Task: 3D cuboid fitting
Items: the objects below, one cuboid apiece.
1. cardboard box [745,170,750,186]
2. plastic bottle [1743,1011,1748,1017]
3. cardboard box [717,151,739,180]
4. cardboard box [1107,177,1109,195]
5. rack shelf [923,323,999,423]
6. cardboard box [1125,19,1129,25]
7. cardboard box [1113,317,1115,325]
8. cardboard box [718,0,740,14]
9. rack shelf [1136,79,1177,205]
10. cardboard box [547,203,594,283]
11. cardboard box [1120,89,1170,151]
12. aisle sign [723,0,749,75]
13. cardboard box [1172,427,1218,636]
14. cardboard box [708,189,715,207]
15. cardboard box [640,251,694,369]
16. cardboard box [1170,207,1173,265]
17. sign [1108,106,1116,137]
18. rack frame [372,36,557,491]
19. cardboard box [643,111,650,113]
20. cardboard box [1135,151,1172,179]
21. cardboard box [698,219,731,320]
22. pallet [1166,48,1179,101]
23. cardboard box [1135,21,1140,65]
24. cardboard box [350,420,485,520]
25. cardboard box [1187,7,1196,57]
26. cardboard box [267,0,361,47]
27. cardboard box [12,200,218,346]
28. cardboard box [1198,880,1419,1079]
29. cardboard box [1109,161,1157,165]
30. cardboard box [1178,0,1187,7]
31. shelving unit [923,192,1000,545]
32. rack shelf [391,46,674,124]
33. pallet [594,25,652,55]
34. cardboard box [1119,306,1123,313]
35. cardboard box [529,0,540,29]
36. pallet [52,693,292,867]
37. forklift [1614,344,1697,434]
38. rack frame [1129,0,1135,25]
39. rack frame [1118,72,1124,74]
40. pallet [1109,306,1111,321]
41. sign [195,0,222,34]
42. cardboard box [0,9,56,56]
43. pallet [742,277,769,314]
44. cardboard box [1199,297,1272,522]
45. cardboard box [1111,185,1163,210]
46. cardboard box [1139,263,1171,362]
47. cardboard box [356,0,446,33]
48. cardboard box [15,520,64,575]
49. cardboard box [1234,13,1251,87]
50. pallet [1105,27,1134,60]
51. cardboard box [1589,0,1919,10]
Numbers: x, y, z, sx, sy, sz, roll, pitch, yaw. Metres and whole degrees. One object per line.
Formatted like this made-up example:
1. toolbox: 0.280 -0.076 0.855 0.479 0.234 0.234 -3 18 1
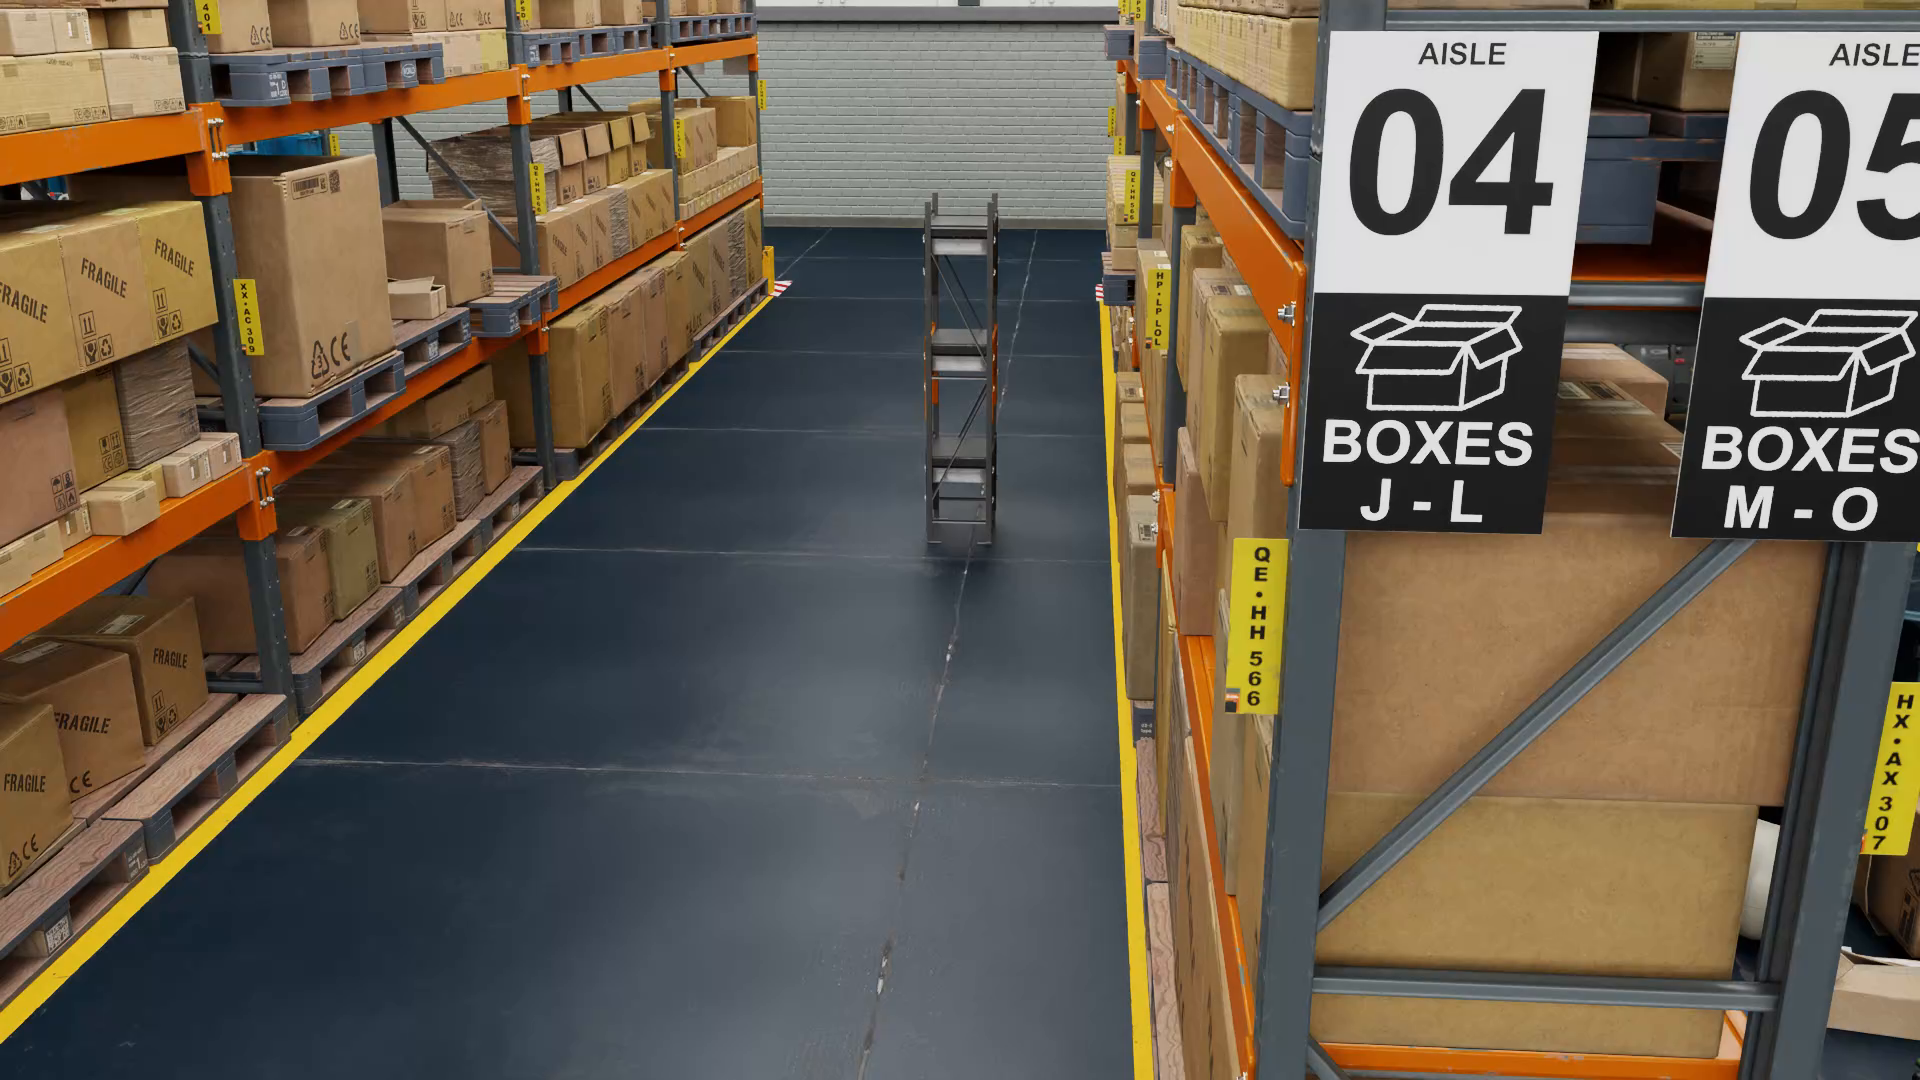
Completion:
1. cardboard box: -2.466 -3.883 17.859 0.380 0.149 0.250 1 18 4
2. plastic bottle: 2.637 1.577 5.511 0.283 0.061 0.133 -5 19 -15
3. cardboard box: -2.576 -3.877 17.201 0.500 0.250 0.500 1 18 2
4. cardboard box: 1.416 -2.924 13.780 0.380 0.149 0.250 1 18 3
5. rack shelf: 0.012 -1.036 10.257 0.431 0.518 0.480 1 18 4
6. cardboard box: 1.686 -4.407 14.480 0.500 0.250 0.500 2 18 5
7. cardboard box: 1.682 -2.190 16.194 0.380 0.149 0.250 1 18 4
8. cardboard box: -2.717 -5.836 17.605 0.700 0.500 0.500 0 18 1
9. rack shelf: 1.490 -2.115 8.398 1.077 0.370 4.000 1 18 4
10. cardboard box: -2.966 -2.147 11.998 0.500 0.500 0.500 1 18 2
11. cardboard box: 1.684 -3.711 14.686 0.500 0.500 0.500 1 18 2
12. aisle sign: -2.429 -5.530 18.308 0.394 0.787 0.004 1 18 4
13. cardboard box: 1.159 -0.030 5.457 0.875 0.550 0.550 1 18 4
14. cardboard box: -2.595 -3.326 16.161 0.380 0.149 0.250 1 18 3
15. cardboard box: -3.046 -2.027 14.531 1.225 0.875 0.875 1 18 4
16. cardboard box: 1.522 -1.719 9.087 0.700 0.500 0.500 1 18 3
17. sign: 1.666 -4.560 18.133 0.100 0.325 0.005 1 18 4
18. rack frame: -3.307 -1.794 11.082 1.000 3.000 0.127 1 18 4
19. cardboard box: -3.214 -3.768 15.662 0.500 0.500 0.500 1 18 4
20. cardboard box: 1.673 -3.240 14.856 0.500 0.500 0.500 1 18 4
21. cardboard box: -2.828 -2.709 16.612 0.875 0.875 0.875 1 18 4
22. pallet: 1.363 -2.030 7.292 0.805 0.209 1.217 1 18 2
23. cardboard box: 1.444 -3.464 11.199 0.500 0.500 0.500 1 18 4
24. cardboard box: -3.362 -0.435 10.240 0.700 0.500 0.500 0 18 -1
25. cardboard box: 0.927 -1.622 5.307 0.380 0.149 0.250 1 18 3
26. cardboard box: -3.394 -2.663 8.074 0.797 0.503 0.637 2 18 6
27. cardboard box: -3.351 -1.070 6.628 0.500 0.500 0.500 1 18 4
28. cardboard box: 1.042 1.430 3.979 0.875 0.875 0.875 1 18 4
29. cardboard box: 1.398 -2.979 13.472 0.380 0.149 0.250 1 18 4
30. cardboard box: 1.032 -2.007 5.842 0.500 0.250 0.500 1 18 4
31. shelving unit: 0.012 -1.049 10.253 0.431 2.100 0.503 1 18 4
32. rack shelf: -3.163 -3.499 12.623 1.077 0.370 4.000 1 18 4
33. pallet: -3.036 -4.085 13.564 0.805 0.209 1.217 1 18 2
34. cardboard box: 1.603 -2.039 13.965 0.500 0.250 0.500 0 18 1
35. cardboard box: -3.361 -3.928 11.941 0.500 0.500 0.500 2 18 7
36. pallet: -3.606 0.982 7.086 1.003 0.211 1.213 1 18 4
37. forklift: 3.563 -0.856 8.328 1.130 2.935 3.031 1 18 2
38. rack frame: 1.920 -5.746 13.506 1.000 3.000 0.127 1 18 4
39. rack frame: 2.207 -4.137 18.231 1.000 3.000 0.127 1 18 4
40. pallet: 2.108 -2.537 17.826 1.003 0.211 1.213 1 18 4
41. sign: -3.052 -2.214 6.714 0.100 0.325 0.005 1 18 4
42. cardboard box: -3.365 -1.741 5.703 0.380 0.149 0.250 1 18 2
43. pallet: -2.712 -2.704 18.336 1.003 0.211 1.213 1 18 4
44. cardboard box: 1.156 -0.378 4.784 0.875 0.550 0.500 1 18 4
45. cardboard box: 1.266 -2.420 11.765 0.380 0.149 0.250 2 18 6
46. cardboard box: 1.262 -1.252 9.266 0.500 0.500 0.500 1 18 4
47. cardboard box: -3.168 -3.038 9.098 0.500 0.500 0.500 2 18 5
48. cardboard box: -3.455 0.028 5.925 0.380 0.149 0.250 1 18 4
49. cardboard box: 0.801 -1.068 3.617 0.380 0.149 0.250 1 18 4
50. pallet: 1.698 -3.719 12.441 1.213 0.211 1.003 1 18 4
51. cardboard box: 1.350 -1.054 2.935 0.500 0.250 0.500 1 18 4
